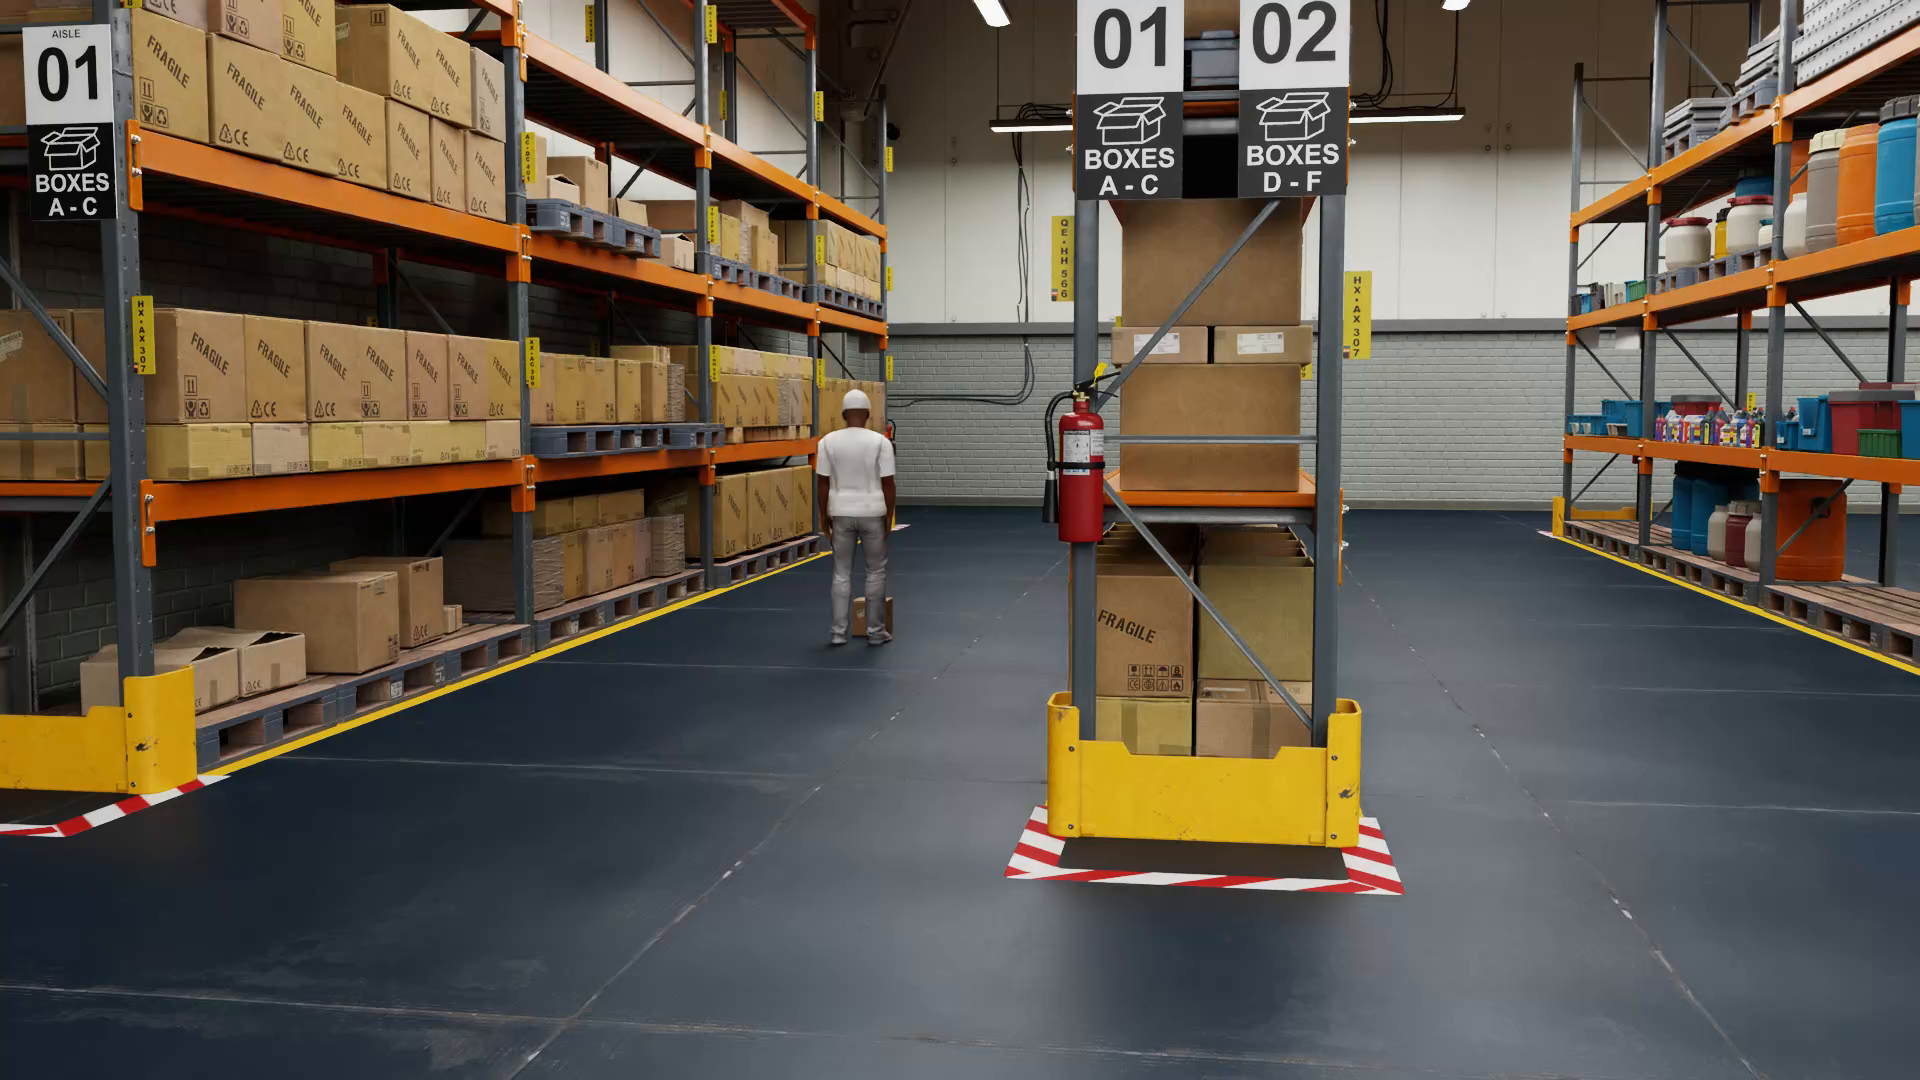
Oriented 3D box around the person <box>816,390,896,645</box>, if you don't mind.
[{"bbox_3d":[-0.716,-0.147,11.577,0.564,1.782,0.363,1,5,10],"label":"person"}]
